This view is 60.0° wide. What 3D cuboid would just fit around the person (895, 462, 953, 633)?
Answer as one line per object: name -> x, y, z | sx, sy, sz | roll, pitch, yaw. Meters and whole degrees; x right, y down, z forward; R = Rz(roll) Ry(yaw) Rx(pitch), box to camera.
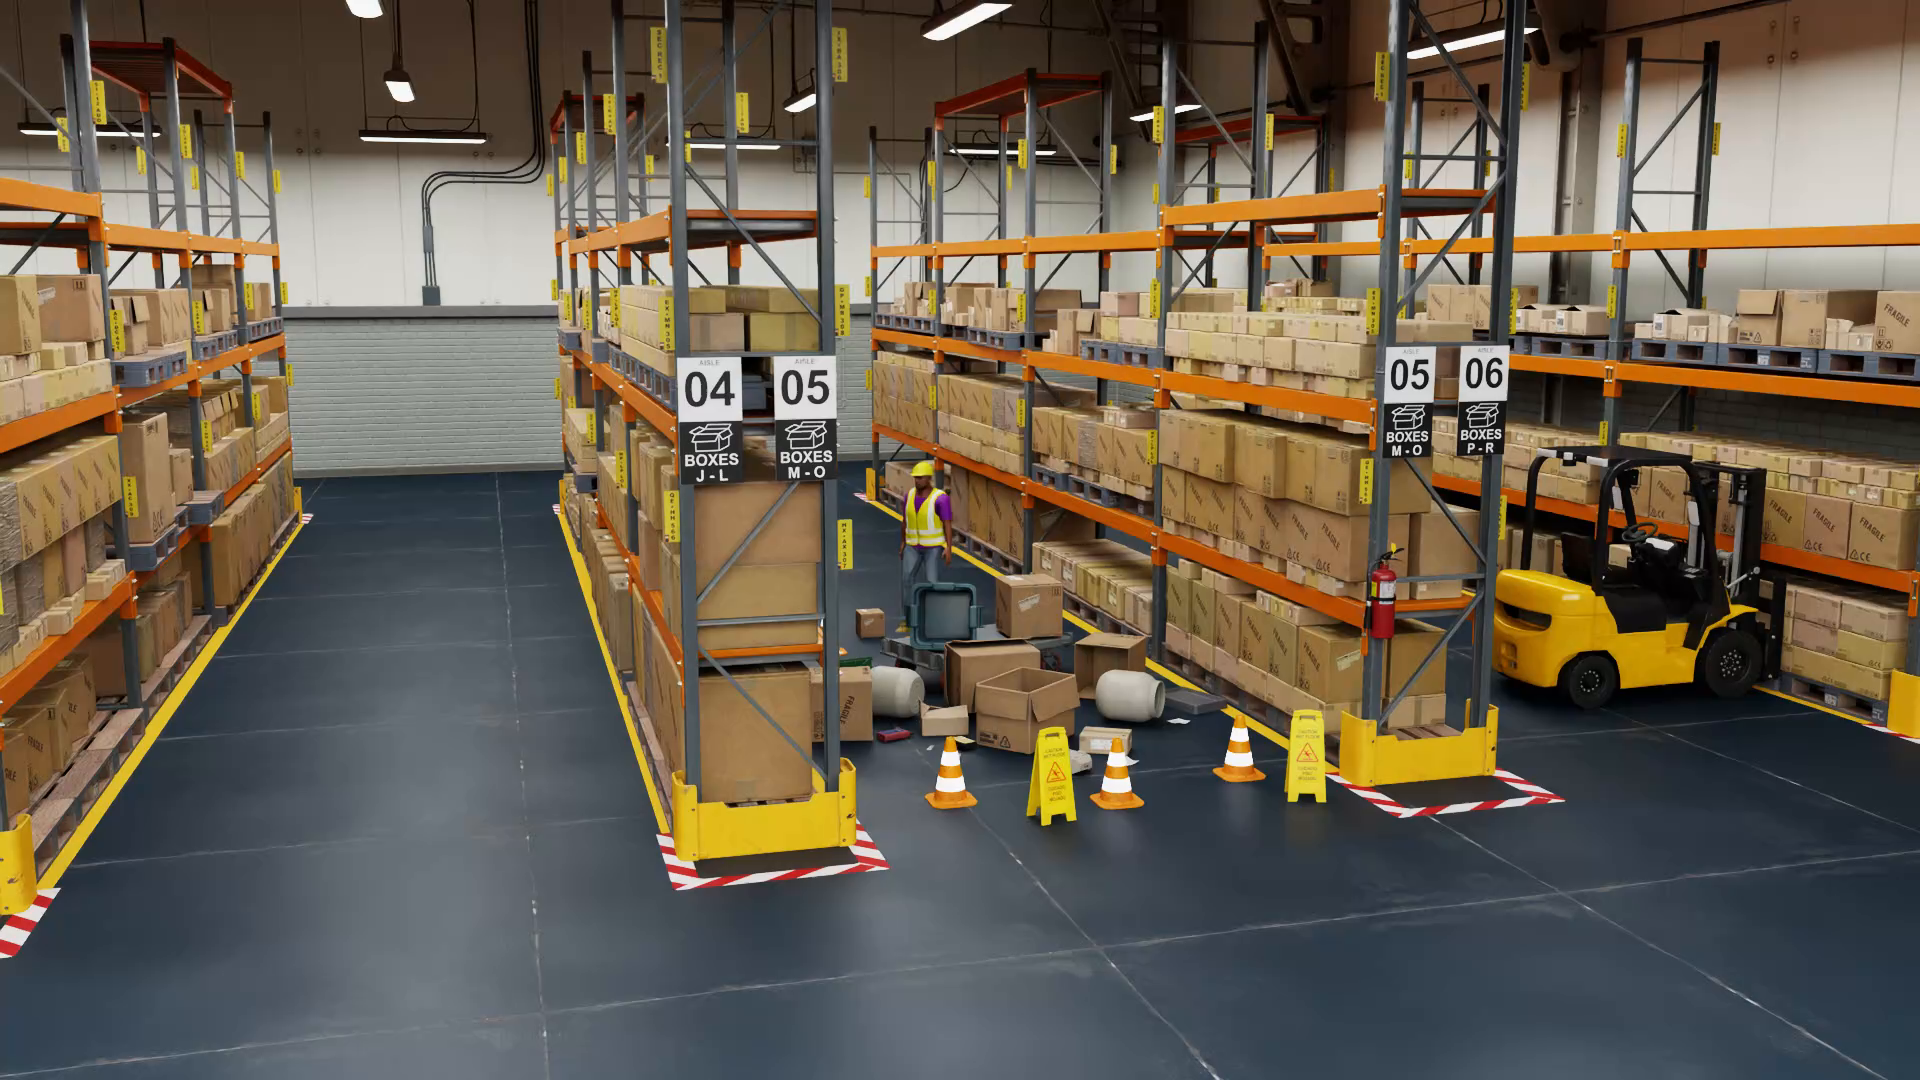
person -> -0.382, 0.094, 17.322 | 0.651, 1.802, 0.491 | 4, 10, 25
